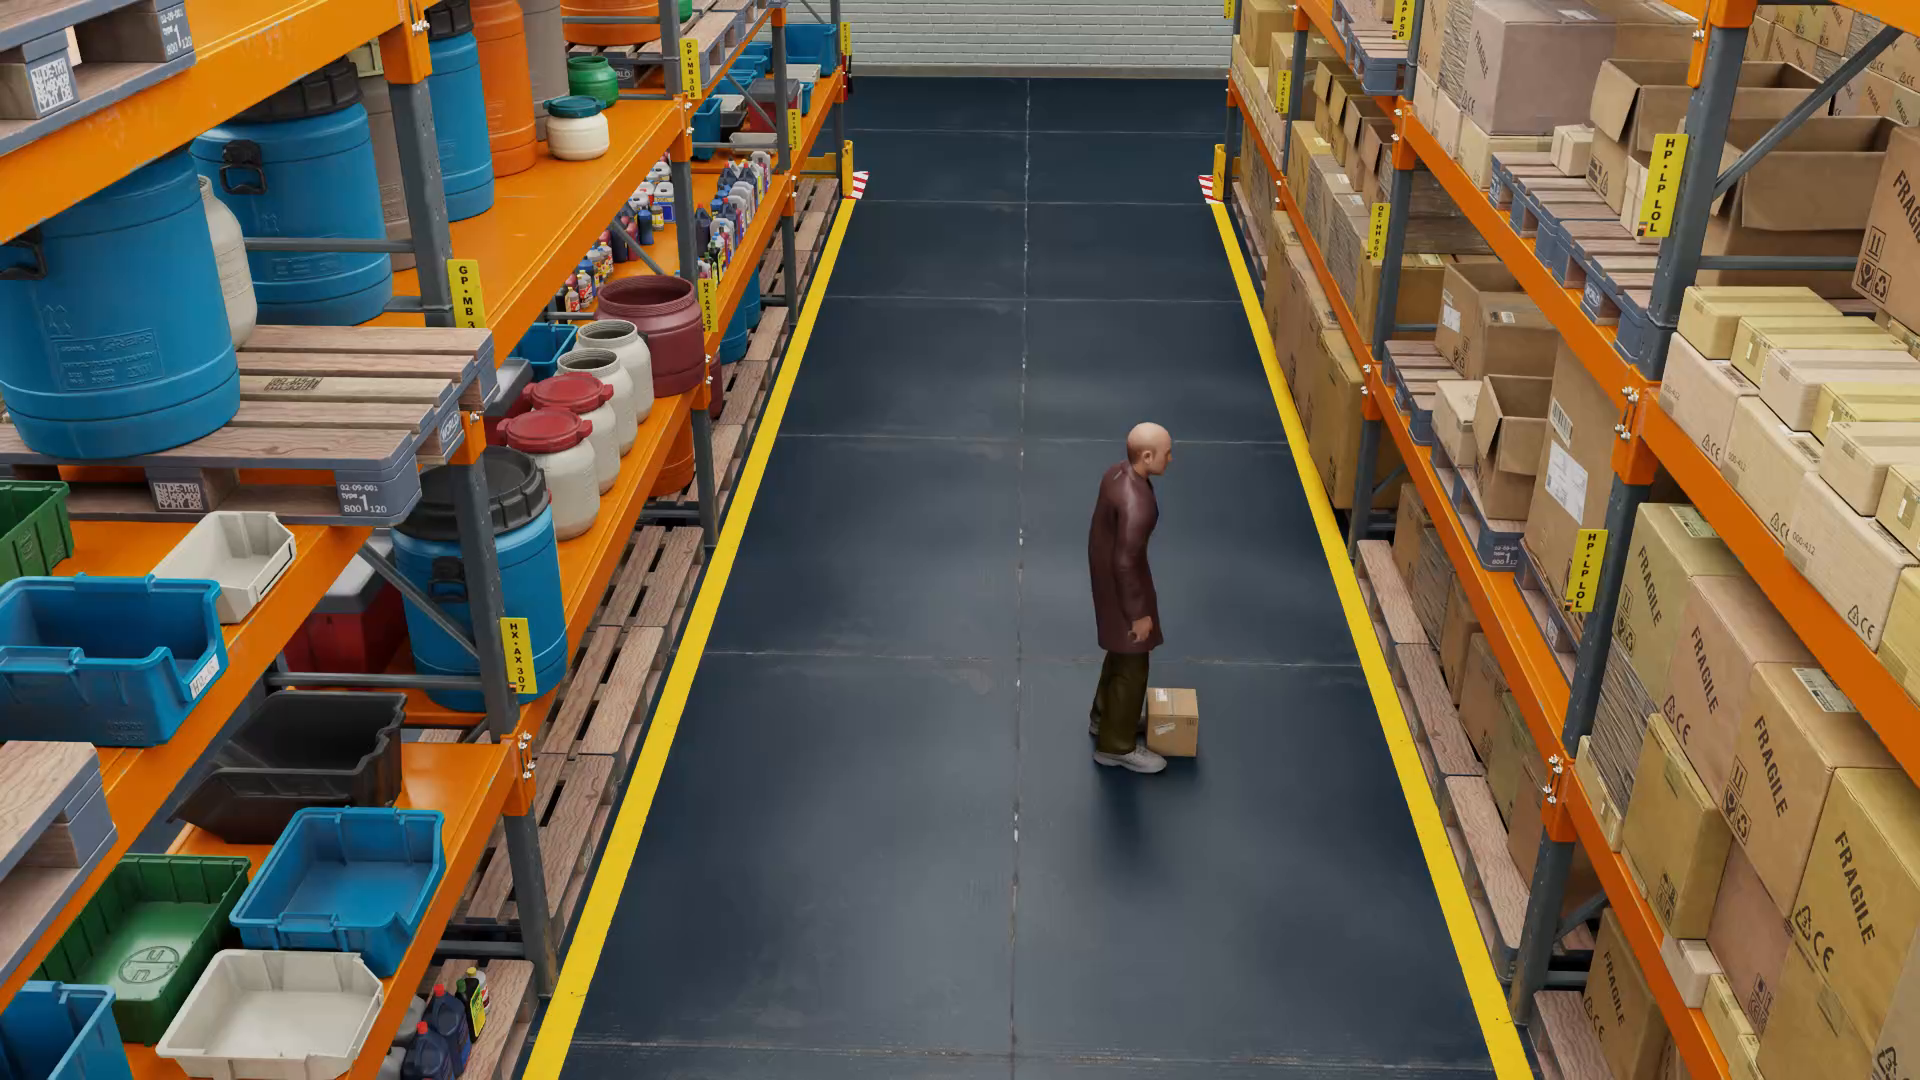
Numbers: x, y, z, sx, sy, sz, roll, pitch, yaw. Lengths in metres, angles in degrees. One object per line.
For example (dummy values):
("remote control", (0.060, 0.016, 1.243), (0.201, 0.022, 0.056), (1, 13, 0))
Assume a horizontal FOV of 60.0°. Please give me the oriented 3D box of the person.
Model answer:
("person", (0.833, 0.254, 8.149), (0.420, 1.774, 0.643), (1, 28, 2))
